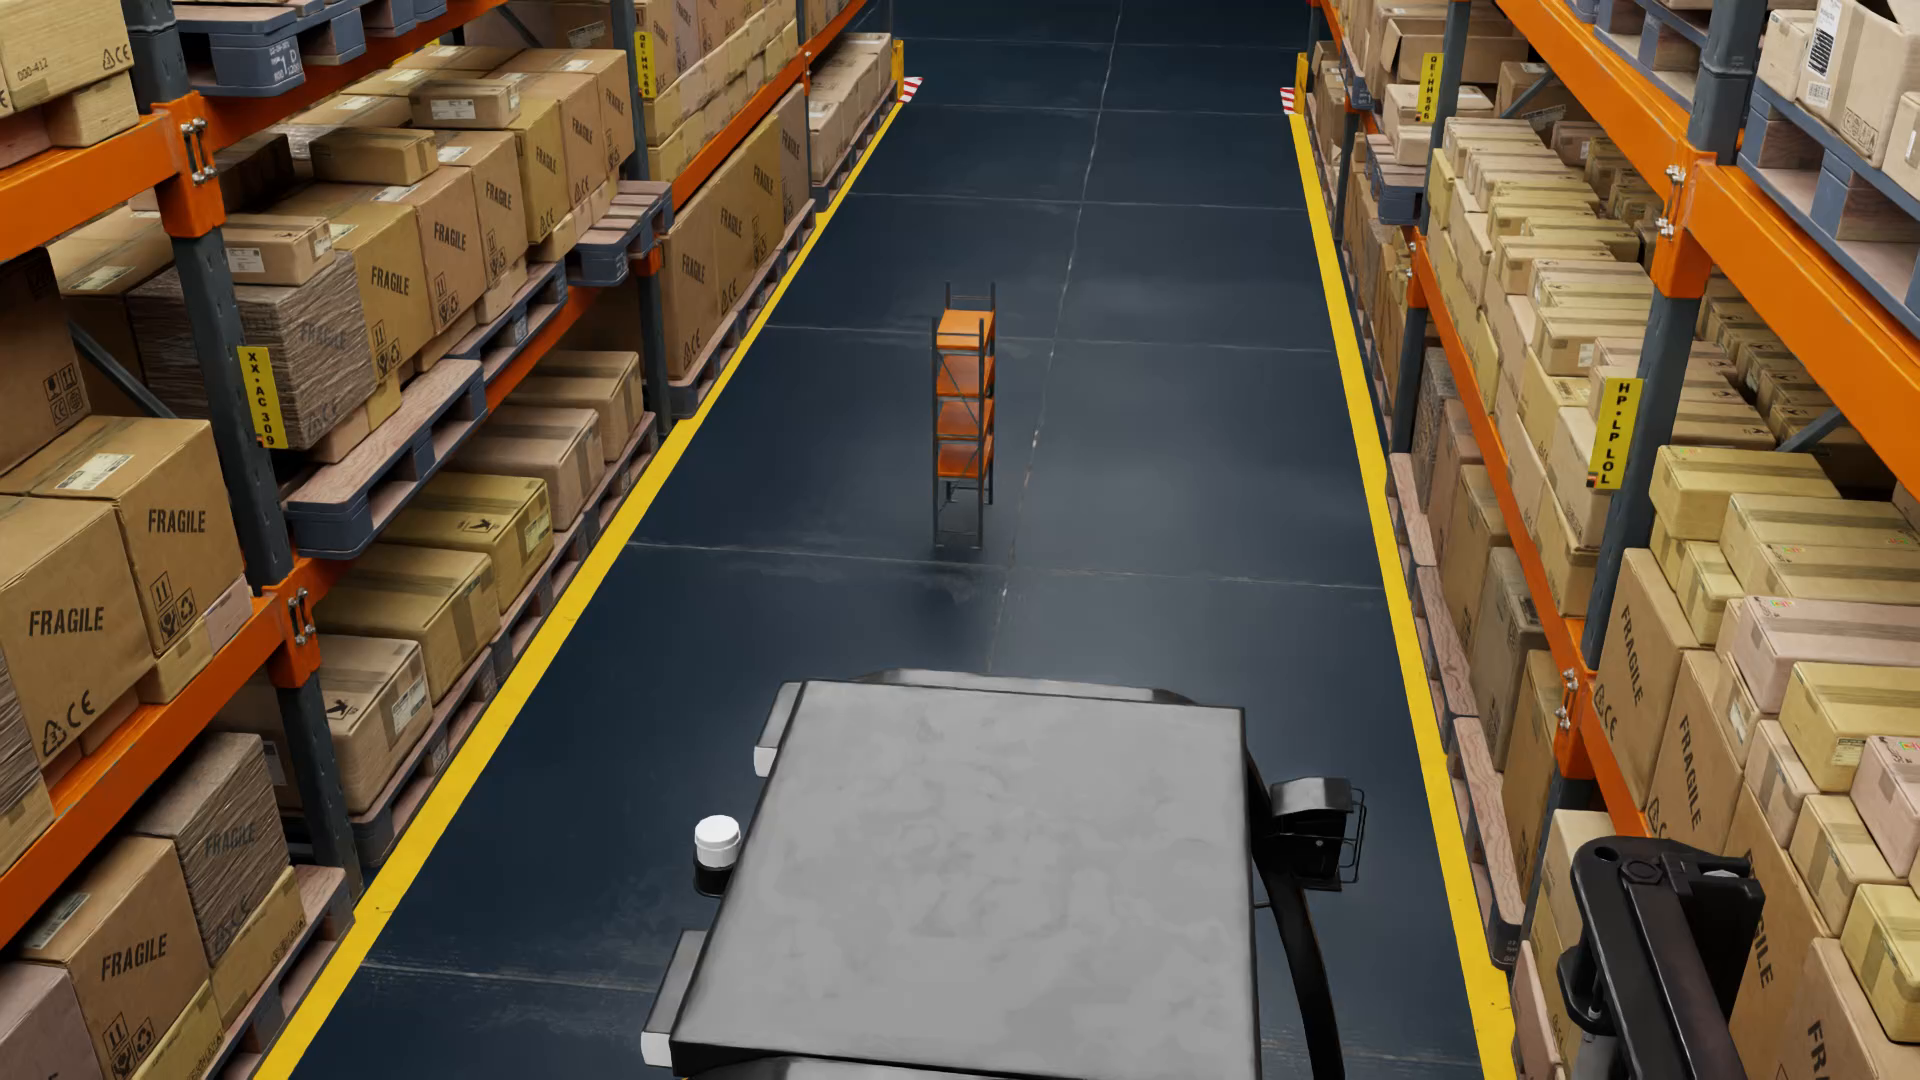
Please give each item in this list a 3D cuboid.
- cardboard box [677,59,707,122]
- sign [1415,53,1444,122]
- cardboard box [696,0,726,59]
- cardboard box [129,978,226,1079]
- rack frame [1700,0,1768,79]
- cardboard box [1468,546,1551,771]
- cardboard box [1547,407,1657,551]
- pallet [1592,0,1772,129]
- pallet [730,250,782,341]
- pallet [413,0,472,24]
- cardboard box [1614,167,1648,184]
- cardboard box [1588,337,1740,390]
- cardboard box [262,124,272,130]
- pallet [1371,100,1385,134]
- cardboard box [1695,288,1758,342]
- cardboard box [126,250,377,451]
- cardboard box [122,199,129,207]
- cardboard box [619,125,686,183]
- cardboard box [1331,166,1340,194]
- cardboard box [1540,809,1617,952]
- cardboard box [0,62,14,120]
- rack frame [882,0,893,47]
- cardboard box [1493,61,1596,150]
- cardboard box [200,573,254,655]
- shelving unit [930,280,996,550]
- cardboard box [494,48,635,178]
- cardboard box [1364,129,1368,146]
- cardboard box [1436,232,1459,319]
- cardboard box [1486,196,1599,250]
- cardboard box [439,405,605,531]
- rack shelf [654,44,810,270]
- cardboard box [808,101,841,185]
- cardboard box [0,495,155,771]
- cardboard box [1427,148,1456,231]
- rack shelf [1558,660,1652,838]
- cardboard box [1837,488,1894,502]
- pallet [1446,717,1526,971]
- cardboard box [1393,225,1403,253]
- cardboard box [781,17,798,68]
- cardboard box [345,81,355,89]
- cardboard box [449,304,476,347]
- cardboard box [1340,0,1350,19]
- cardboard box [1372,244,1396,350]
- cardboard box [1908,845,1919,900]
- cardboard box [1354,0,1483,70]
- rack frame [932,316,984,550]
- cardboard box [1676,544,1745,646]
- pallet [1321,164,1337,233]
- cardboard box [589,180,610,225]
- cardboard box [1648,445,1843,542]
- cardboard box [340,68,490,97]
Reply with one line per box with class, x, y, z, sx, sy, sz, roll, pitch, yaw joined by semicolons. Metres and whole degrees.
cardboard box;-1.760;-2.574;9.497;0.500;0.250;0.500;4;29;7
sign;2.255;-2.168;7.975;0.100;0.325;0.005;3;28;6
cardboard box;-1.699;-3.132;9.741;0.500;0.500;0.500;4;29;8
cardboard box;-2.483;1.501;4.758;0.500;0.250;0.500;3;28;5
rack frame;2.305;-2.424;3.262;1.000;3.000;0.127;3;28;6
cardboard box;2.460;0.466;6.283;0.875;0.625;0.625;3;28;6
cardboard box;2.111;-0.183;5.059;0.500;0.250;0.500;3;28;5
pallet;2.400;-1.436;4.791;0.805;0.209;1.217;2;28;4
pallet;-1.809;-1.665;11.117;1.003;0.211;1.213;3;28;6
pallet;-2.317;-2.081;5.985;1.213;0.211;1.003;3;28;6
cardboard box;2.981;-1.463;7.014;0.380;0.149;0.250;3;28;5
cardboard box;2.222;-0.521;5.266;0.380;0.149;0.250;3;28;6
cardboard box;-6.212;-3.655;14.434;0.380;0.149;0.250;2;28;4
pallet;3.028;-2.497;9.925;1.003;0.211;1.213;3;28;6
cardboard box;2.743;-0.744;5.679;0.380;0.149;0.250;3;28;6
cardboard box;-2.280;-0.634;5.402;0.500;0.500;0.500;4;29;7
cardboard box;-6.408;-2.797;12.472;0.500;0.500;0.500;3;28;5
cardboard box;-1.822;-2.103;9.148;0.500;0.250;0.500;3;28;5
cardboard box;3.062;-2.758;12.770;0.380;0.149;0.250;3;28;5
cardboard box;1.934;1.012;4.612;0.500;0.250;0.500;3;28;5
cardboard box;-2.470;-0.994;3.615;0.500;0.250;0.500;3;28;5
rack frame;-1.152;-5.719;15.702;1.000;3.000;0.127;3;28;6
cardboard box;3.013;-2.128;8.490;0.500;0.500;0.500;5;29;9
cardboard box;-2.359;0.210;4.963;0.380;0.149;0.250;3;28;6
shelving unit;0.020;-0.606;8.110;0.258;1.200;0.503;3;28;6
cardboard box;-1.912;-2.083;8.091;0.500;0.500;0.500;3;28;5
cardboard box;2.993;-2.771;11.427;0.380;0.149;0.250;2;28;4
cardboard box;2.431;-1.169;7.415;0.500;0.250;0.500;3;28;5
cardboard box;2.316;-1.255;6.627;0.380;0.149;0.250;4;29;7
cardboard box;-2.294;-0.368;8.098;0.950;0.372;0.625;3;28;5
rack shelf;-1.887;-2.578;10.630;1.077;0.370;4.000;3;28;6
cardboard box;-1.458;-3.182;13.252;0.875;0.438;0.875;3;28;5
cardboard box;-2.486;0.221;4.258;0.500;0.500;0.500;4;29;8
cardboard box;2.473;-1.627;7.738;0.500;0.250;0.500;3;28;6
rack shelf;2.060;1.475;3.108;1.077;0.370;4.000;3;28;6
cardboard box;2.621;-0.161;5.018;0.500;0.250;0.500;3;28;5
pallet;2.356;1.095;5.994;1.003;0.211;1.213;3;28;6
cardboard box;2.790;-1.774;9.889;0.380;0.149;0.250;3;28;5
cardboard box;-1.447;-3.544;11.824;0.500;0.250;0.500;3;28;5
cardboard box;-5.983;-4.382;15.785;0.380;0.149;0.250;3;28;6
cardboard box;-2.137;-0.876;6.535;0.380;0.149;0.250;4;29;7
cardboard box;3.152;-4.105;12.551;0.500;0.250;0.500;3;29;6
cardboard box;2.766;-1.444;9.960;0.500;0.500;0.500;5;29;8
cardboard box;1.879;0.618;2.837;0.380;0.149;0.250;3;29;6
cardboard box;2.940;-3.319;10.701;0.700;0.500;0.500;4;29;7
rack frame;-0.010;-0.491;7.897;0.240;1.200;0.015;3;28;6
cardboard box;1.974;0.144;4.031;0.380;0.149;0.250;4;29;7
pallet;3.370;-2.645;12.936;1.003;0.211;1.213;3;28;6
cardboard box;-1.886;-1.608;7.893;0.380;0.149;0.250;3;28;6
cardboard box;1.971;-0.111;4.191;0.380;0.149;0.250;4;29;7
cardboard box;-2.474;-1.869;7.694;0.500;0.500;0.500;5;29;9
